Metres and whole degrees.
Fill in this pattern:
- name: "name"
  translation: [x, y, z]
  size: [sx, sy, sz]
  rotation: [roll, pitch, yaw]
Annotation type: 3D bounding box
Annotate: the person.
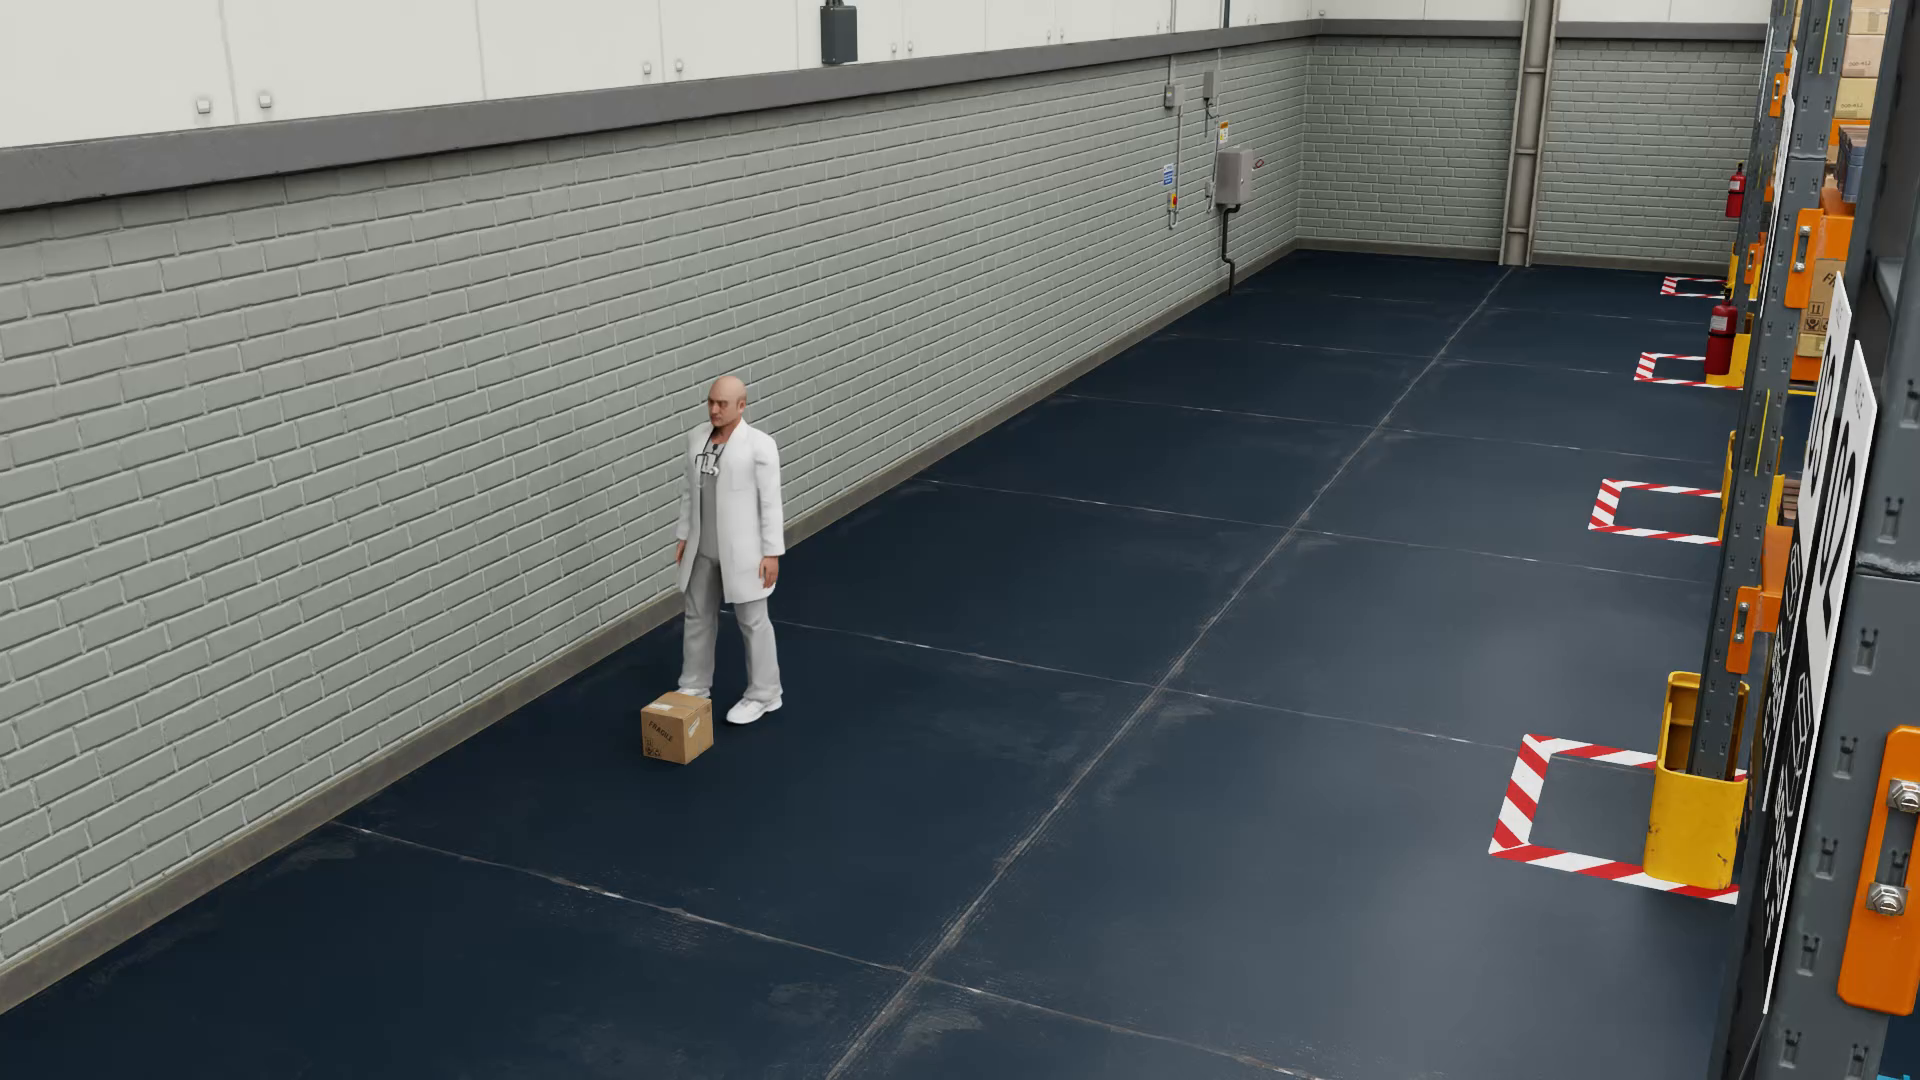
- name: "person"
  translation: [-1.206, 0.062, 8.382]
  size: [0.617, 1.776, 0.471]
  rotation: [11, 21, 28]
